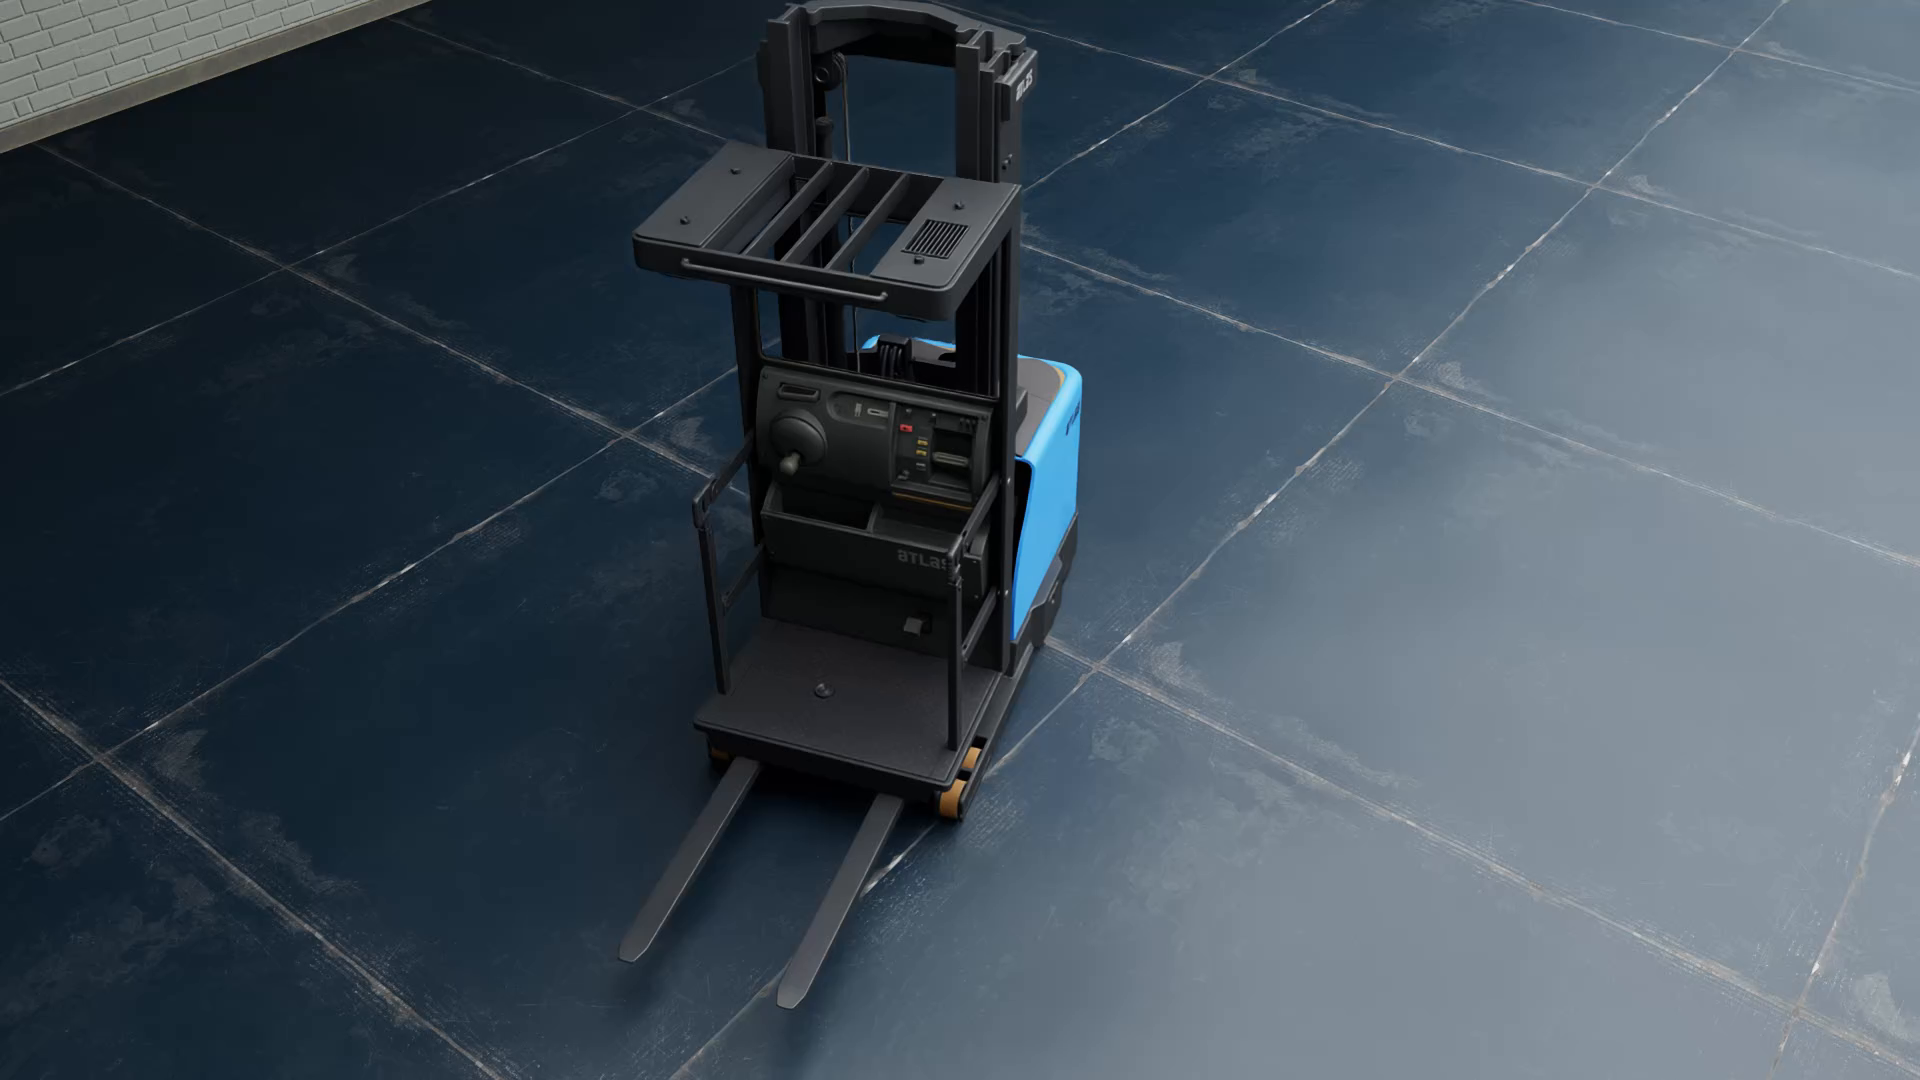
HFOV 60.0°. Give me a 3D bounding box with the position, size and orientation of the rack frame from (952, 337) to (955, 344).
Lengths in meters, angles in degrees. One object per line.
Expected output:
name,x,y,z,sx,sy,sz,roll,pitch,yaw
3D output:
rack frame,-0.001,-0.561,7.975,0.008,1.050,0.200,12,39,15

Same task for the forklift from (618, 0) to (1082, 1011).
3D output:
forklift,-0.403,-0.318,6.140,1.130,2.935,3.031,12,40,15

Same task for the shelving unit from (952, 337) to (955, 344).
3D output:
shelving unit,0.114,-0.537,7.944,0.252,1.050,0.215,12,39,15
